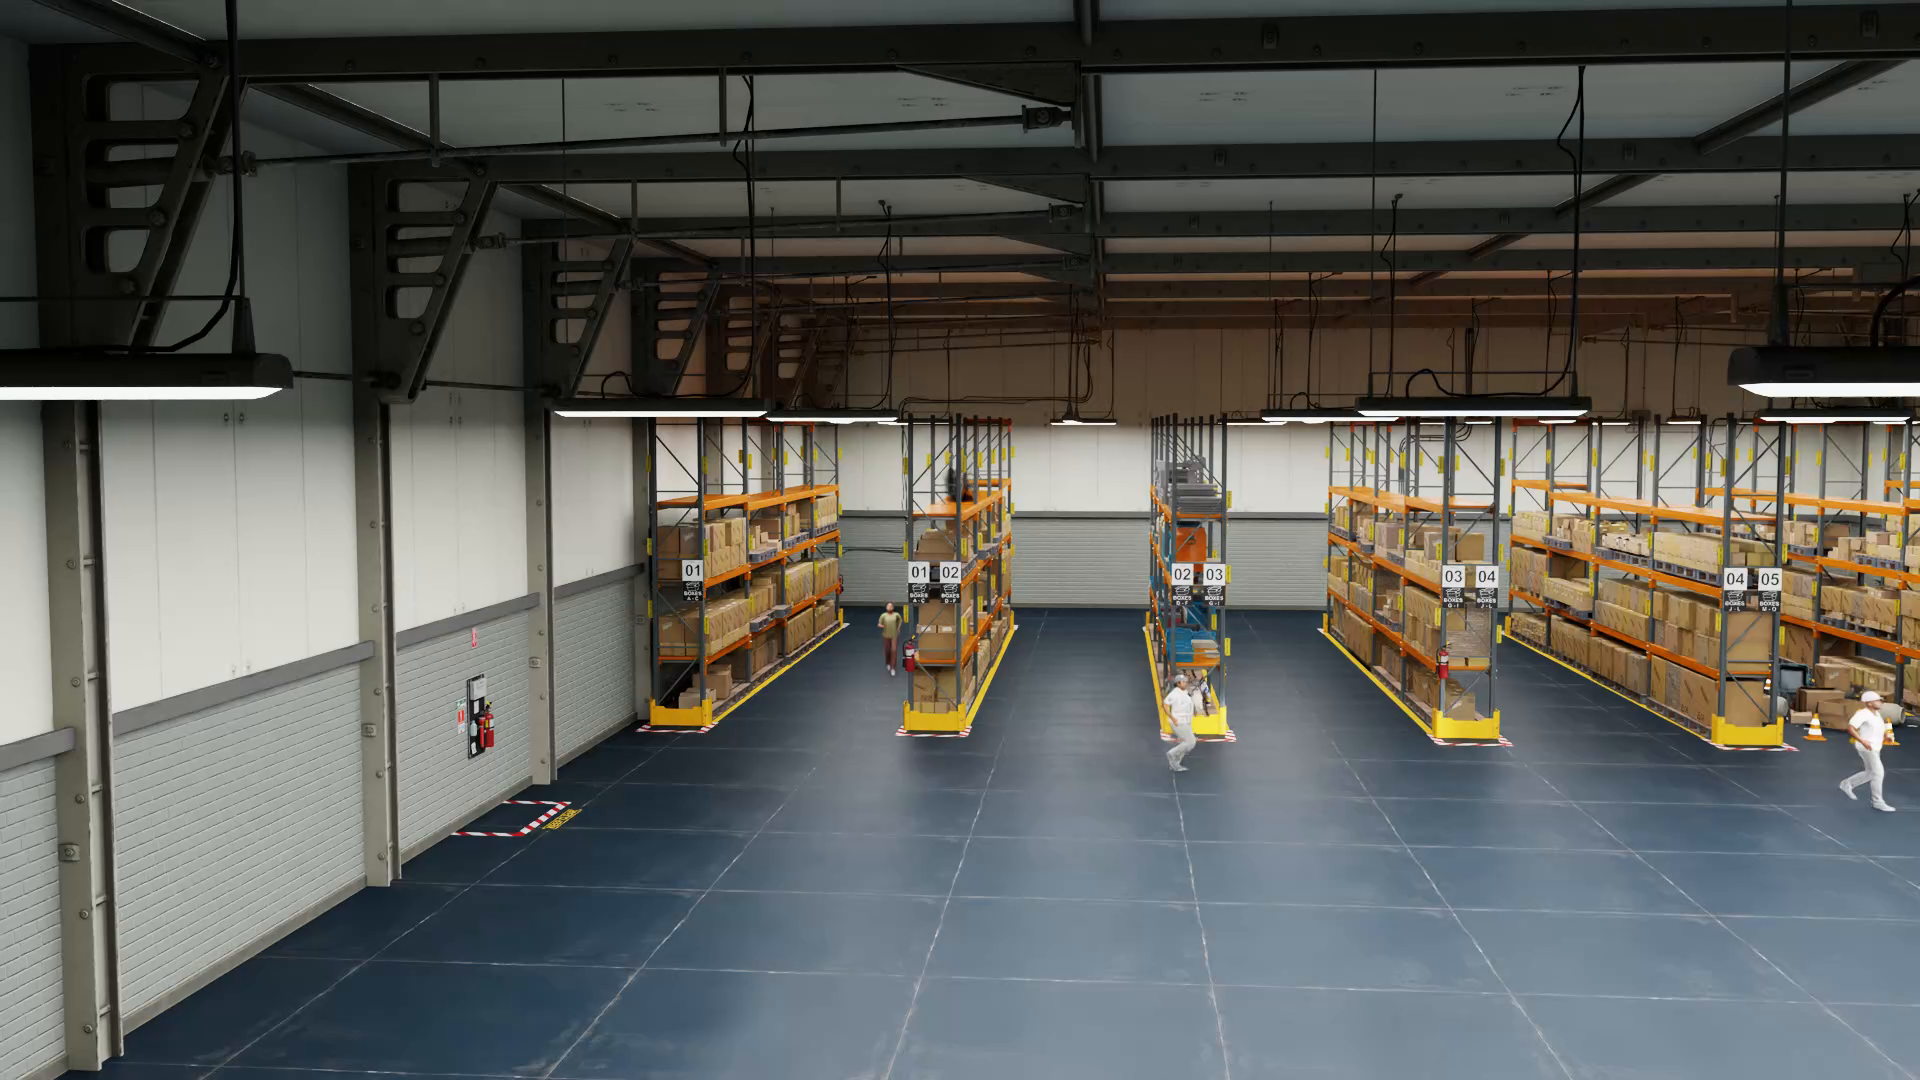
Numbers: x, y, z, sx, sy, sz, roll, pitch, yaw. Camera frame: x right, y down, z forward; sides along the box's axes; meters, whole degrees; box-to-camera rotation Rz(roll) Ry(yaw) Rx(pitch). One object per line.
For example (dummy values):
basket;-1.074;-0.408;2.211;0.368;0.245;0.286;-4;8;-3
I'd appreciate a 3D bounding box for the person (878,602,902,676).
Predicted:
person;-1.625;2.263;38.647;0.574;1.673;0.951;0;4;-4

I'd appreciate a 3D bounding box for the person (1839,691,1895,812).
person;13.678;3.156;25.059;0.706;1.767;0.826;-4;5;-44

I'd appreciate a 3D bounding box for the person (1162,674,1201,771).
person;3.723;3.051;27.670;0.559;1.607;0.604;2;4;28

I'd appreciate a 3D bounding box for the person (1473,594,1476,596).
person;13.759;1.998;44.080;0.607;1.604;0.843;0;4;-1
